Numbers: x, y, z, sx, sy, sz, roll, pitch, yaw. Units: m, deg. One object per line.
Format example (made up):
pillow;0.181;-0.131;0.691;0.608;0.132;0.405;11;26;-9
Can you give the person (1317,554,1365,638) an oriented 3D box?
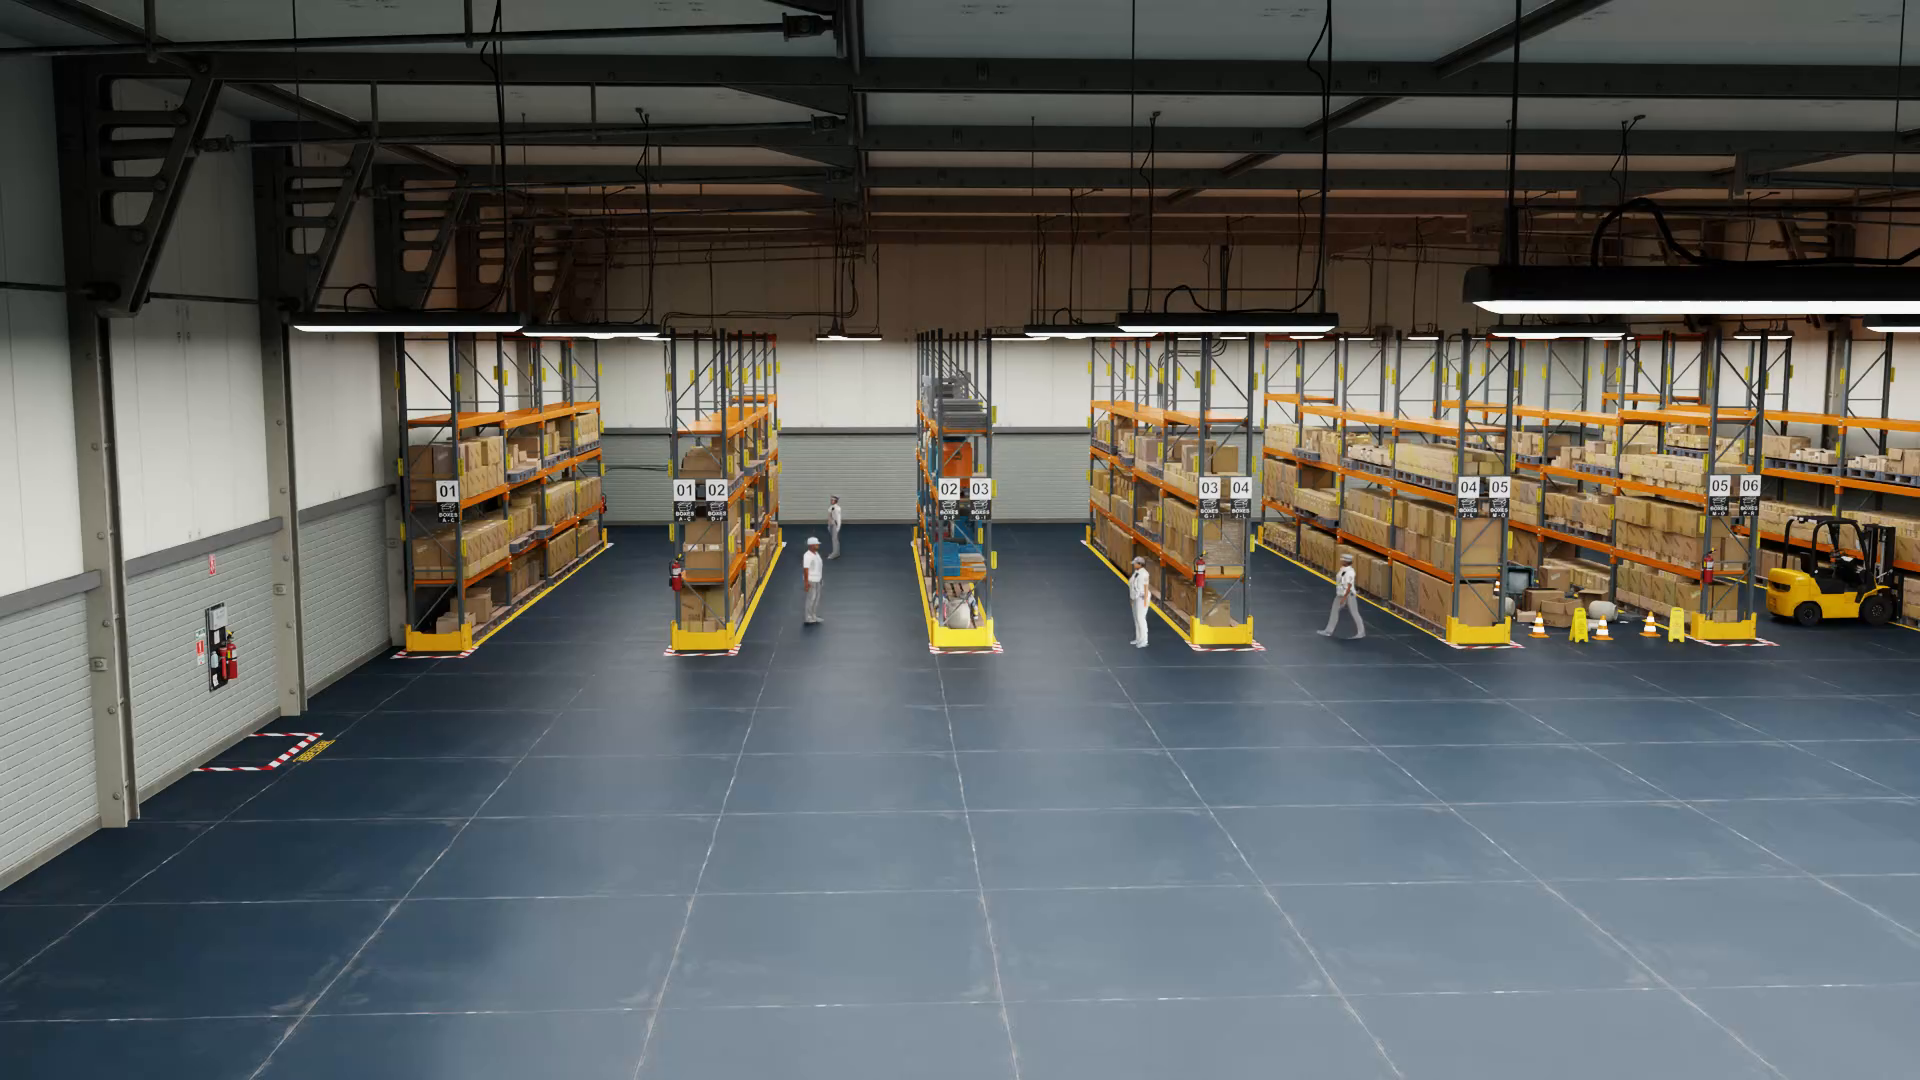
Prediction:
person;7.456;1.084;32.400;0.796;1.640;0.606;-3;7;-24

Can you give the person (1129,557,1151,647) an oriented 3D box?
person;3.446;1.174;31.746;0.385;1.705;0.603;-2;7;-13

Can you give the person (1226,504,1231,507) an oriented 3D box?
person;7.756;-0.871;48.419;0.724;1.774;0.564;-5;9;-38

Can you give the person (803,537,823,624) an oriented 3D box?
person;-3.011;0.823;34.155;0.366;1.766;0.688;2;7;16

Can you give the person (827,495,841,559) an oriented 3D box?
person;-3.450;-0.366;44.709;0.495;1.697;0.531;-4;8;-31
